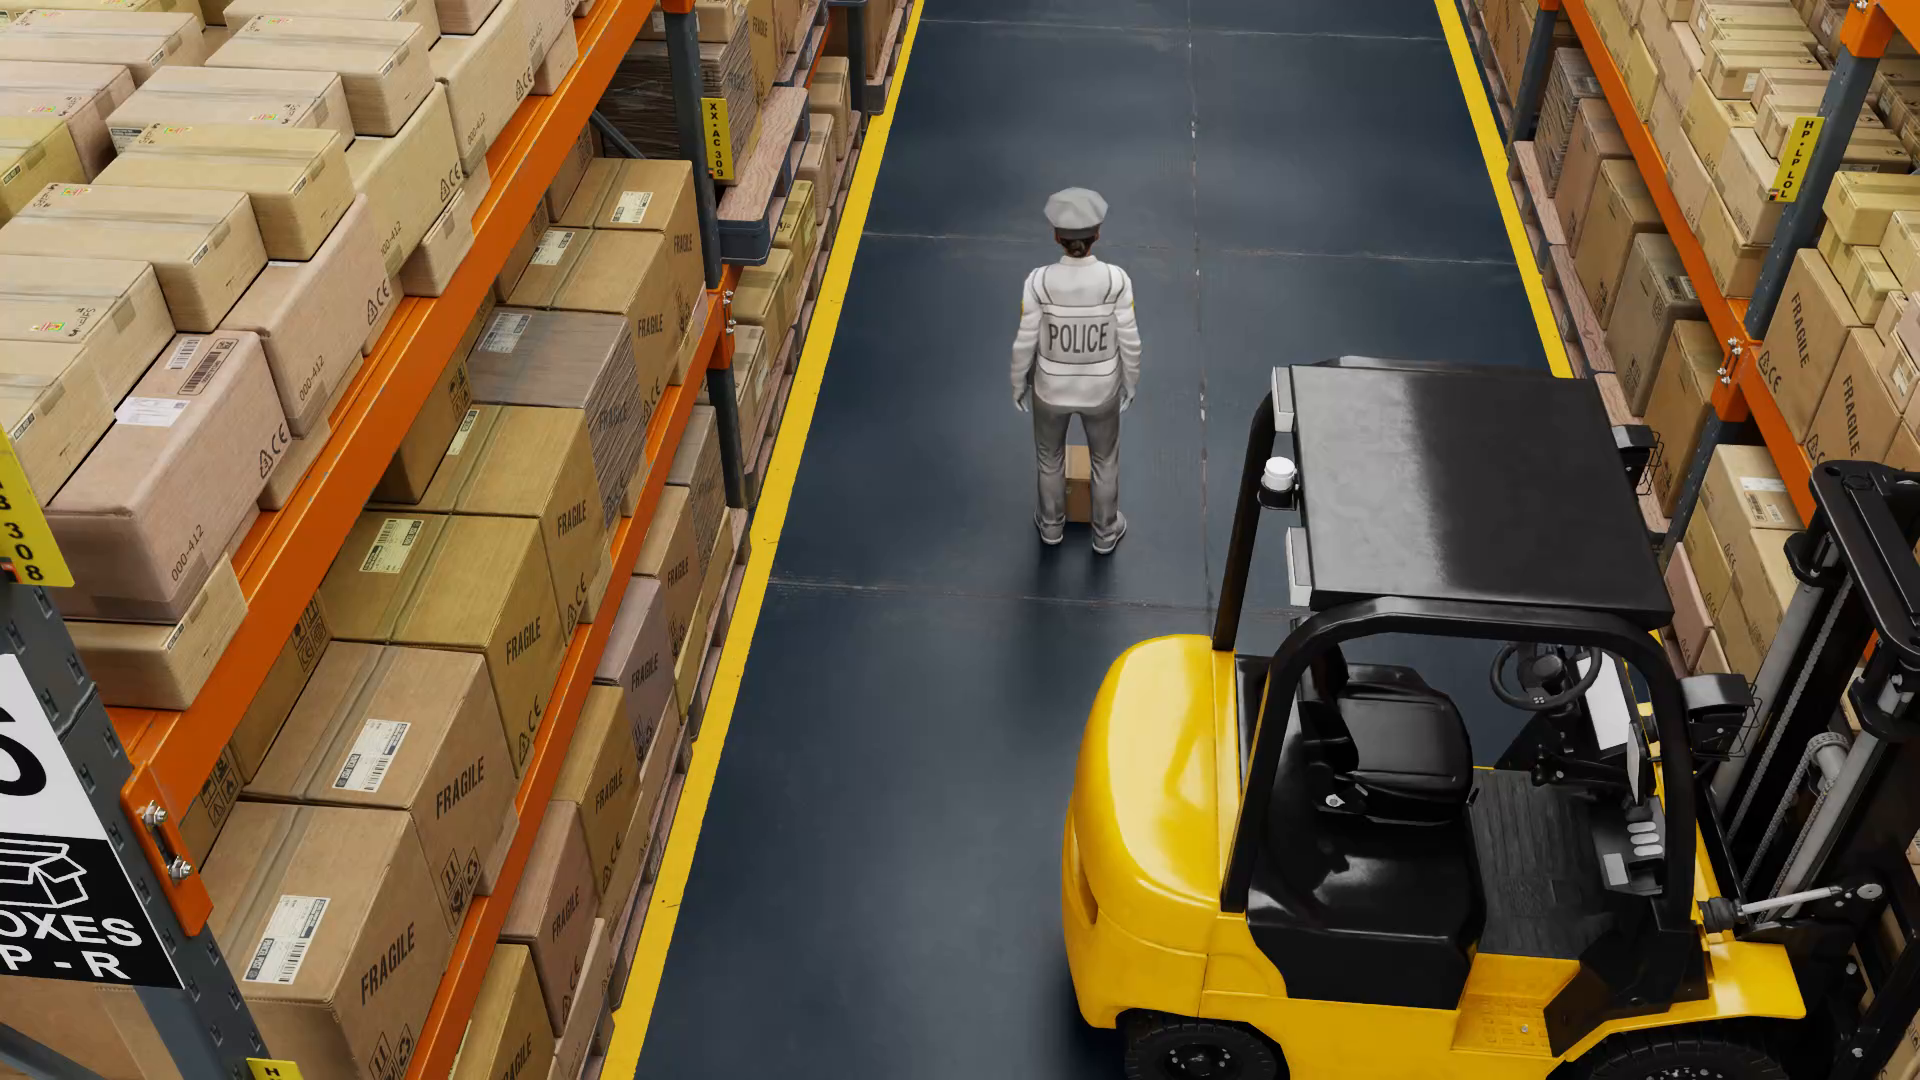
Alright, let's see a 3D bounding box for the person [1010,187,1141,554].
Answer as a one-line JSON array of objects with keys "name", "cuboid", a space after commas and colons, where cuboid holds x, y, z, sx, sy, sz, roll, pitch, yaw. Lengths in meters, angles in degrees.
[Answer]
[{"name": "person", "cuboid": [0.477, -0.652, 6.923, 0.542, 1.662, 0.415, 1, 40, 1]}]
